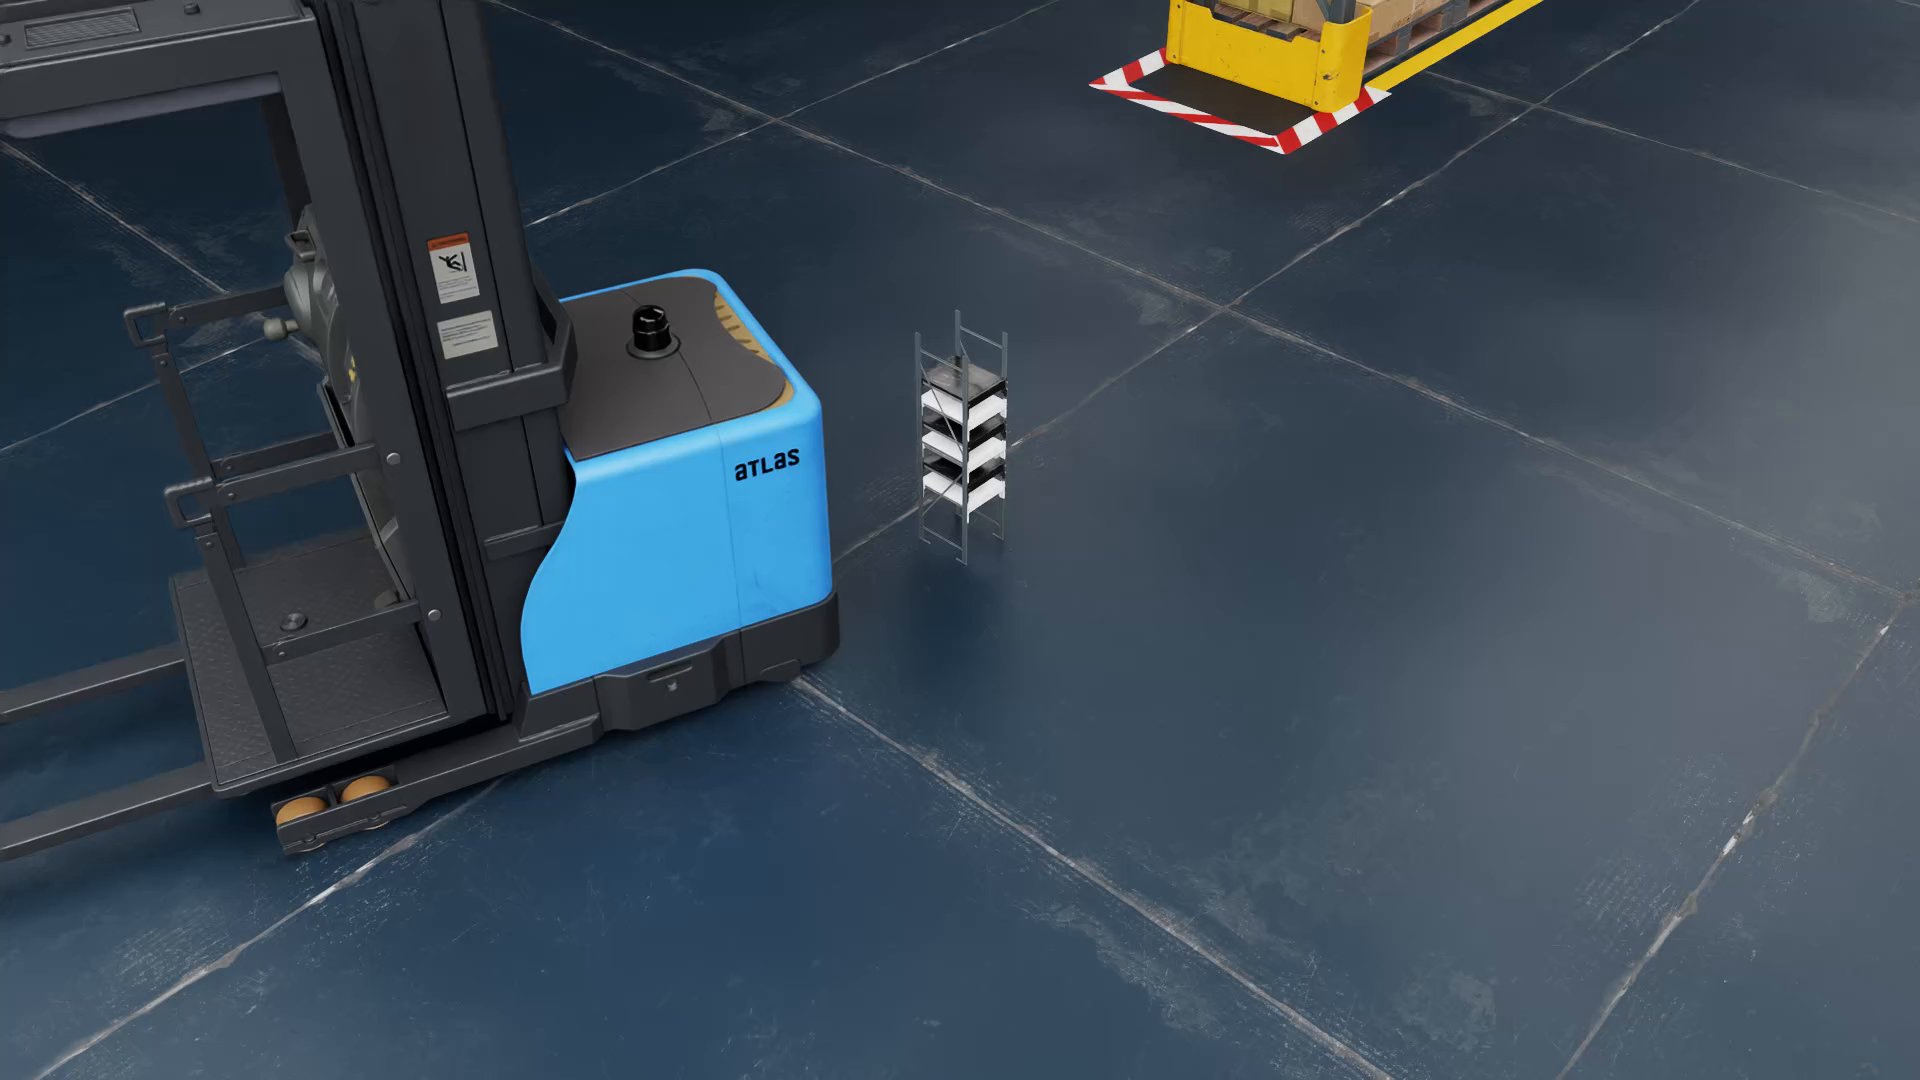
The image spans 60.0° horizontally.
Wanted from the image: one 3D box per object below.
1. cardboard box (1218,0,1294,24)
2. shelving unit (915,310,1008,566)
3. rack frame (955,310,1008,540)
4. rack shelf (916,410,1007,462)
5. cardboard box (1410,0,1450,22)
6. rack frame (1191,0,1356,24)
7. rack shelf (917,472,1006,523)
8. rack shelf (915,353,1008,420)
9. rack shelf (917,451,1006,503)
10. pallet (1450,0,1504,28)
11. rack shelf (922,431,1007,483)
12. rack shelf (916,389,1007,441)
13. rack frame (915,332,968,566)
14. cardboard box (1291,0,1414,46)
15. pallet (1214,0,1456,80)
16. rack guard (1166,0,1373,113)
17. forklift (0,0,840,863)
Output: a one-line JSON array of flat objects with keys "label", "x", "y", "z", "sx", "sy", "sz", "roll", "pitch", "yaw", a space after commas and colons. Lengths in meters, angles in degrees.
[{"label": "cardboard box", "x": 1.895, "y": -3.322, "z": 9.889, "sx": 0.500, "sy": 0.250, "sz": 0.500, "roll": 30, "pitch": 47, "yaw": 32}, {"label": "shelving unit", "x": 0.005, "y": -0.356, "z": 5.975, "sx": 0.258, "sy": 0.900, "sz": 0.210, "roll": 30, "pitch": 47, "yaw": 32}, {"label": "rack frame", "x": 0.074, "y": -0.403, "z": 6.033, "sx": 0.240, "sy": 0.900, "sz": 0.006, "roll": 30, "pitch": 47, "yaw": 32}, {"label": "rack shelf", "x": 0.005, "y": -0.400, "z": 5.939, "sx": 0.258, "sy": 0.077, "sz": 0.200, "roll": 30, "pitch": 47, "yaw": 32}, {"label": "cardboard box", "x": 2.612, "y": -3.336, "z": 9.907, "sx": 0.500, "sy": 0.250, "sz": 0.500, "roll": 30, "pitch": 47, "yaw": 32}, {"label": "rack frame", "x": 1.752, "y": -3.863, "z": 8.698, "sx": 1.000, "sy": 3.000, "sz": 0.127, "roll": 30, "pitch": 47, "yaw": 32}, {"label": "rack shelf", "x": 0.005, "y": -0.189, "z": 6.107, "sx": 0.258, "sy": 0.077, "sz": 0.200, "roll": 30, "pitch": 47, "yaw": 32}, {"label": "rack shelf", "x": 0.005, "y": -0.541, "z": 5.827, "sx": 0.258, "sy": 0.077, "sz": 0.200, "roll": 30, "pitch": 47, "yaw": 32}, {"label": "rack shelf", "x": 0.005, "y": -0.259, "z": 6.051, "sx": 0.258, "sy": 0.077, "sz": 0.200, "roll": 30, "pitch": 47, "yaw": 32}, {"label": "pallet", "x": 3.060, "y": -3.699, "z": 10.732, "sx": 1.003, "sy": 0.211, "sz": 1.213, "roll": 30, "pitch": 47, "yaw": 32}, {"label": "rack shelf", "x": 0.005, "y": -0.330, "z": 5.995, "sx": 0.258, "sy": 0.077, "sz": 0.200, "roll": 30, "pitch": 47, "yaw": 32}, {"label": "rack shelf", "x": 0.005, "y": -0.471, "z": 5.883, "sx": 0.258, "sy": 0.077, "sz": 0.200, "roll": 30, "pitch": 47, "yaw": 32}, {"label": "rack frame", "x": -0.063, "y": -0.309, "z": 5.916, "sx": 0.240, "sy": 0.900, "sz": 0.006, "roll": 30, "pitch": 47, "yaw": 32}, {"label": "cardboard box", "x": 2.278, "y": -3.104, "z": 9.616, "sx": 0.500, "sy": 0.250, "sz": 0.500, "roll": 30, "pitch": 47, "yaw": 32}, {"label": "pallet", "x": 2.237, "y": -3.141, "z": 10.030, "sx": 1.003, "sy": 0.211, "sz": 1.213, "roll": 30, "pitch": 47, "yaw": 32}, {"label": "rack guard", "x": 1.736, "y": -2.874, "z": 9.463, "sx": 1.175, "sy": 0.500, "sz": 0.348, "roll": 30, "pitch": 47, "yaw": 32}, {"label": "forklift", "x": -1.961, "y": -0.578, "z": 4.621, "sx": 3.031, "sy": 2.935, "sz": 1.130, "roll": -18, "pitch": 42, "yaw": -21}]
